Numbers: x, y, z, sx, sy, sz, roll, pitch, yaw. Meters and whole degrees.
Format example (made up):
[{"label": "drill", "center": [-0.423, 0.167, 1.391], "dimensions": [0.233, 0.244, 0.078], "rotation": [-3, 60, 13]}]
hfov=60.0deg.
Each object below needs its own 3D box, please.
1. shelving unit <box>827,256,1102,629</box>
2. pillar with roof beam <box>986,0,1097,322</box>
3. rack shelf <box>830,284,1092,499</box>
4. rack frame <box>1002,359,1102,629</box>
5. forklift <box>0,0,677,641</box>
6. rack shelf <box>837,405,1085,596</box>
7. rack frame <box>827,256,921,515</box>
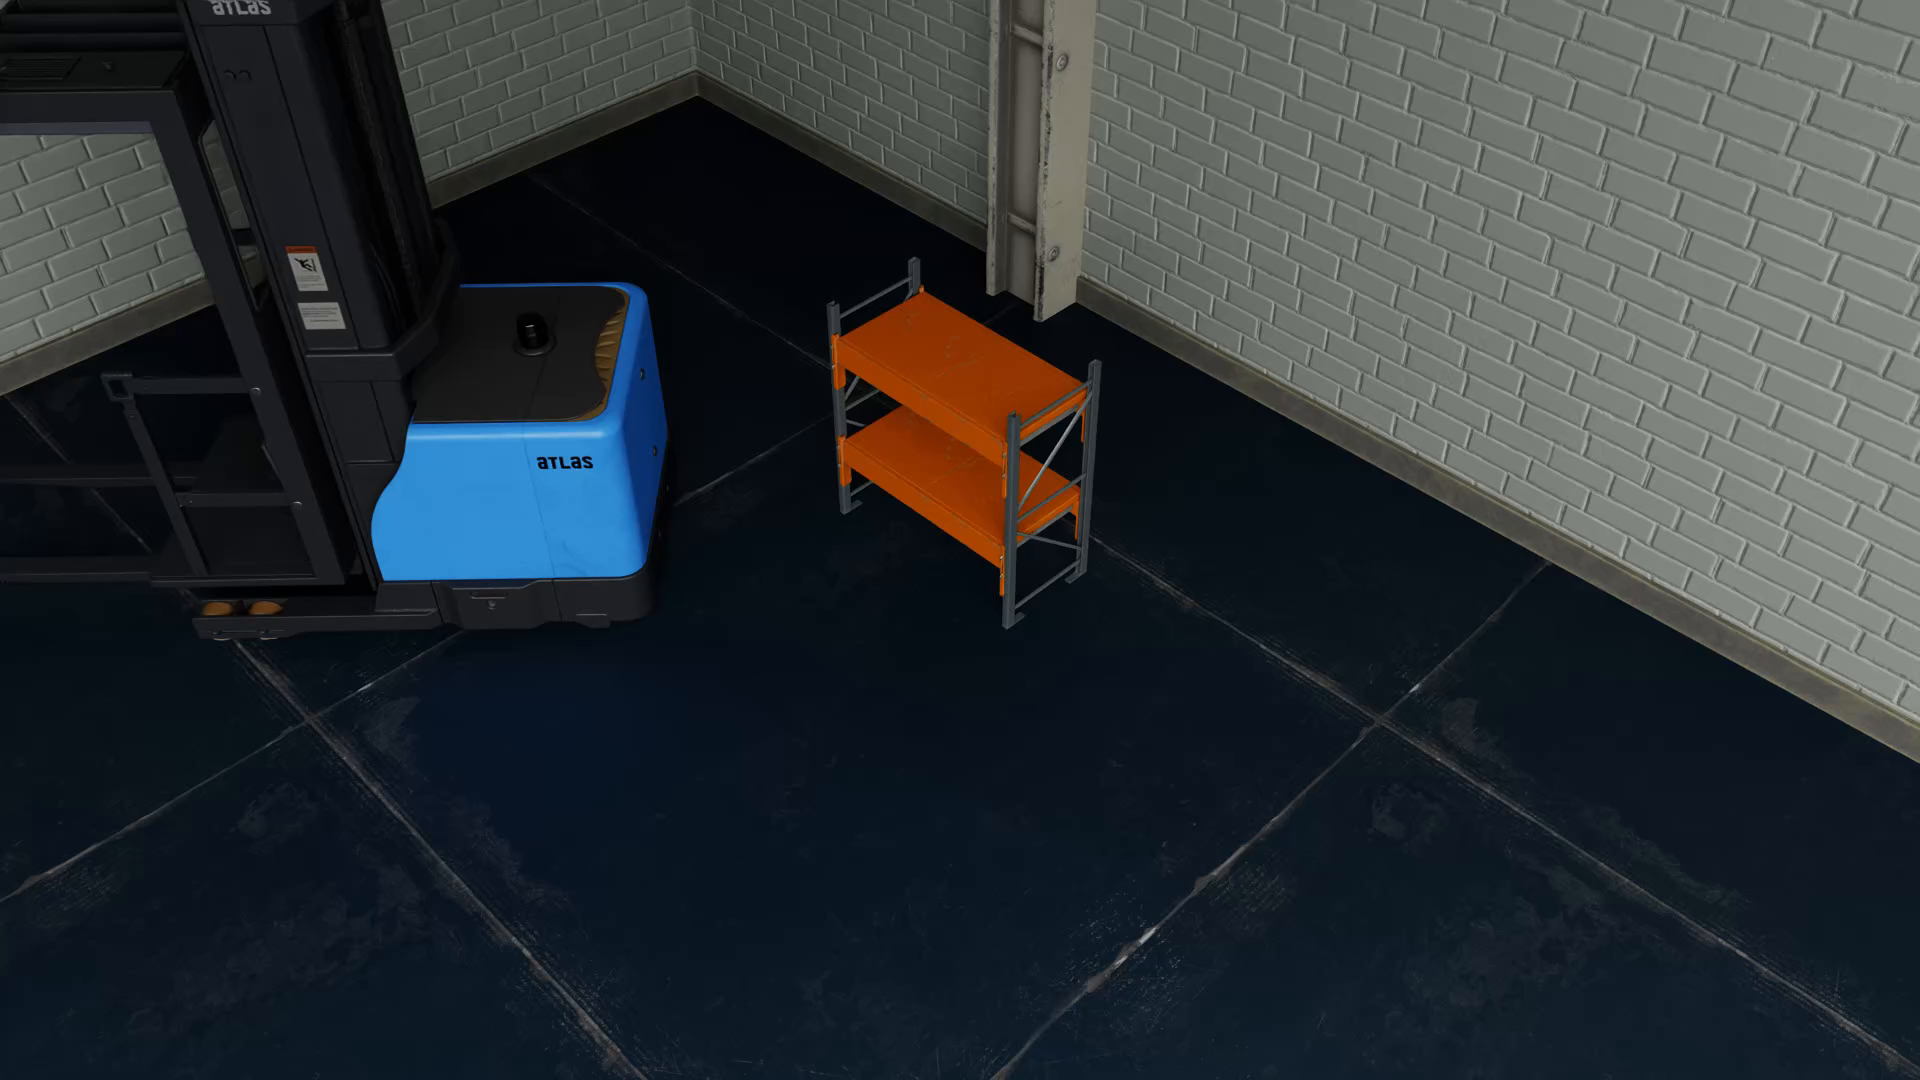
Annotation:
[{"label": "shelving unit", "center": [0.005, -0.410, 6.982], "dimensions": [0.538, 1.125, 1.048], "rotation": [-34, 53, -31]}, {"label": "pillar with roof beam", "center": [-2.667, -2.531, 3.476], "dimensions": [9.100, 9.000, 0.400], "rotation": [-34, 53, -31]}, {"label": "rack shelf", "center": [0.005, -0.625, 6.783], "dimensions": [0.538, 0.278, 1.000], "rotation": [-34, 53, -31]}, {"label": "rack frame", "center": [0.364, -0.166, 6.718], "dimensions": [0.500, 1.125, 0.032], "rotation": [-34, 53, -31]}, {"label": "forklift", "center": [-2.798, -1.023, 6.315], "dimensions": [3.031, 2.935, 1.130], "rotation": [-1, 43, -1]}, {"label": "rack shelf", "center": [0.005, -0.230, 7.148], "dimensions": [0.538, 0.278, 1.000], "rotation": [-34, 53, -31]}, {"label": "rack frame", "center": [-0.354, -0.654, 7.246], "dimensions": [0.500, 1.125, 0.032], "rotation": [-34, 53, -31]}]
